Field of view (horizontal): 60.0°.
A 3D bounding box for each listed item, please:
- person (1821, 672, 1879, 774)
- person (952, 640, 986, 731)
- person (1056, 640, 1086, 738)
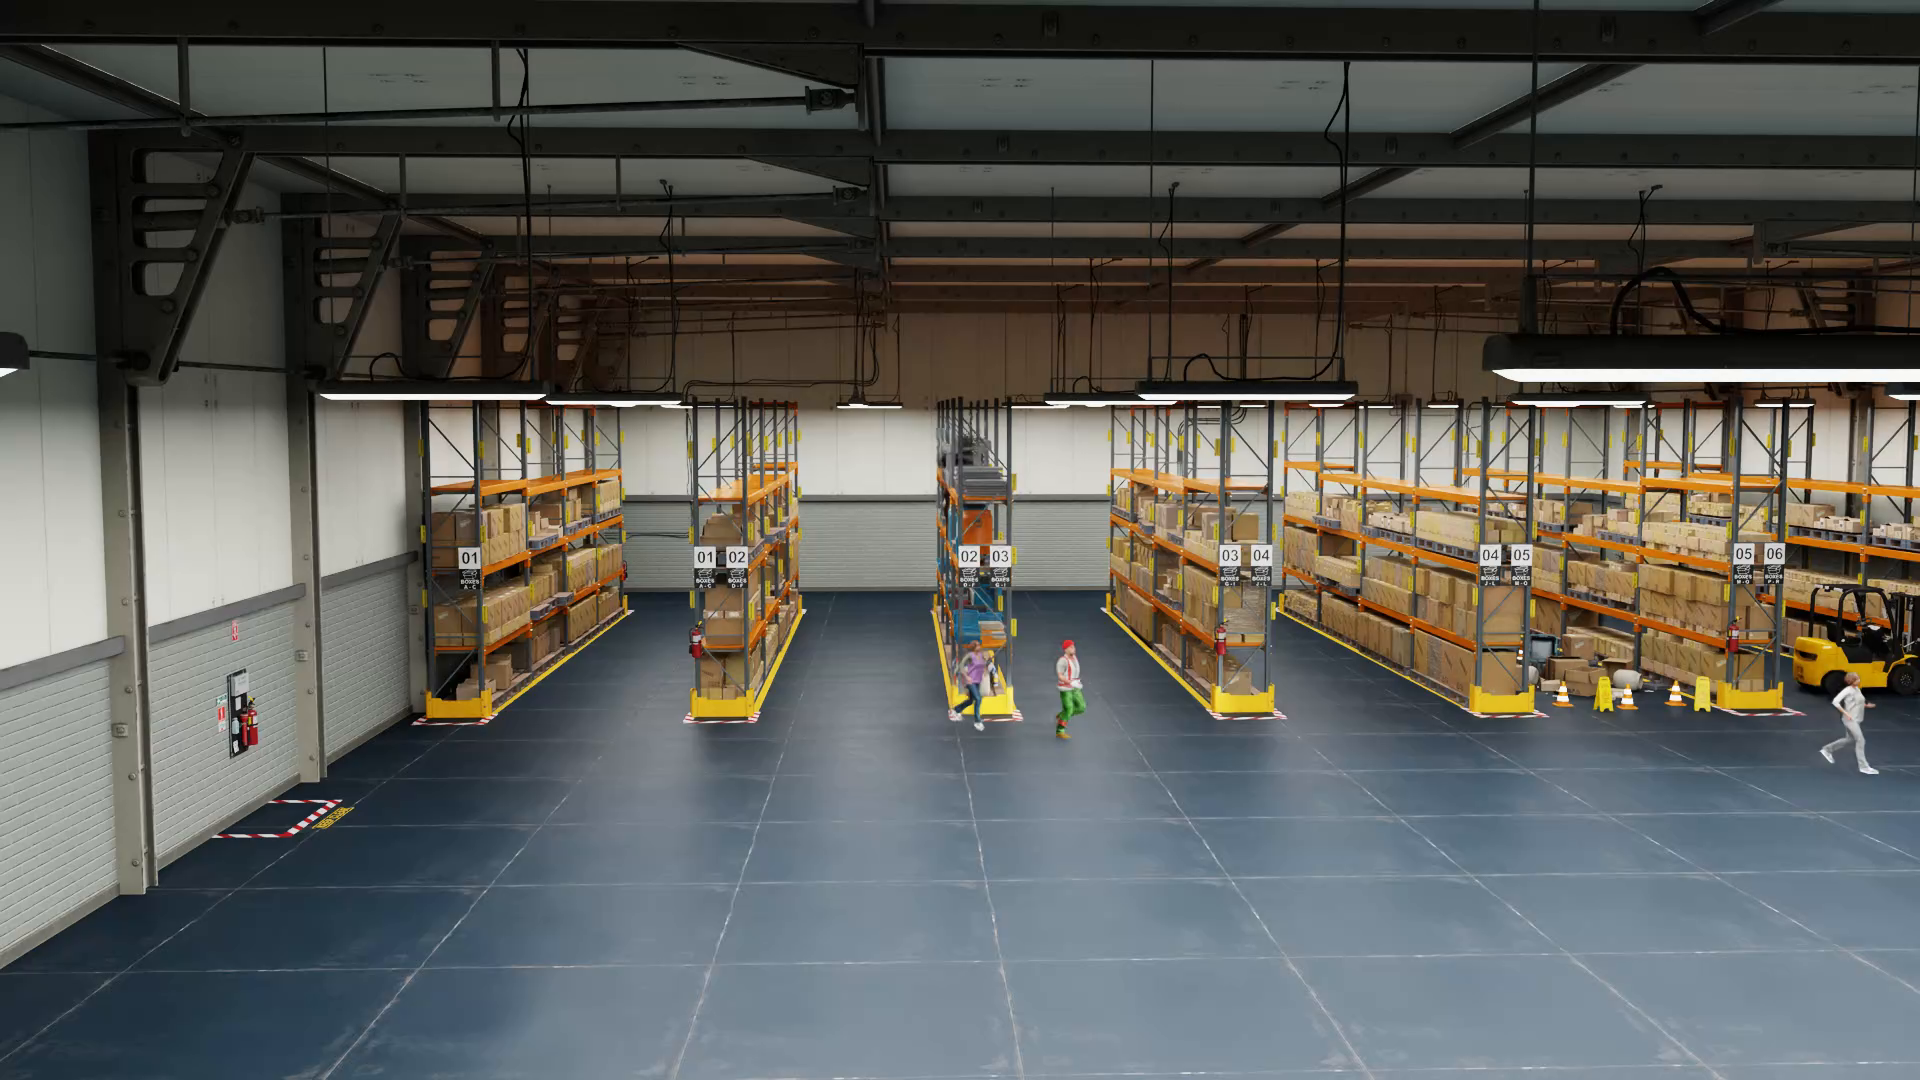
[{"bbox_3d":[14.125,2.874,26.368,0.542,1.576,0.889,-4,6,-45],"label":"person"},{"bbox_3d":[0.200,2.601,30.124,0.775,1.616,0.552,3,5,35],"label":"person"},{"bbox_3d":[1.938,2.607,29.100,0.657,1.736,0.662,4,6,39],"label":"person"}]
